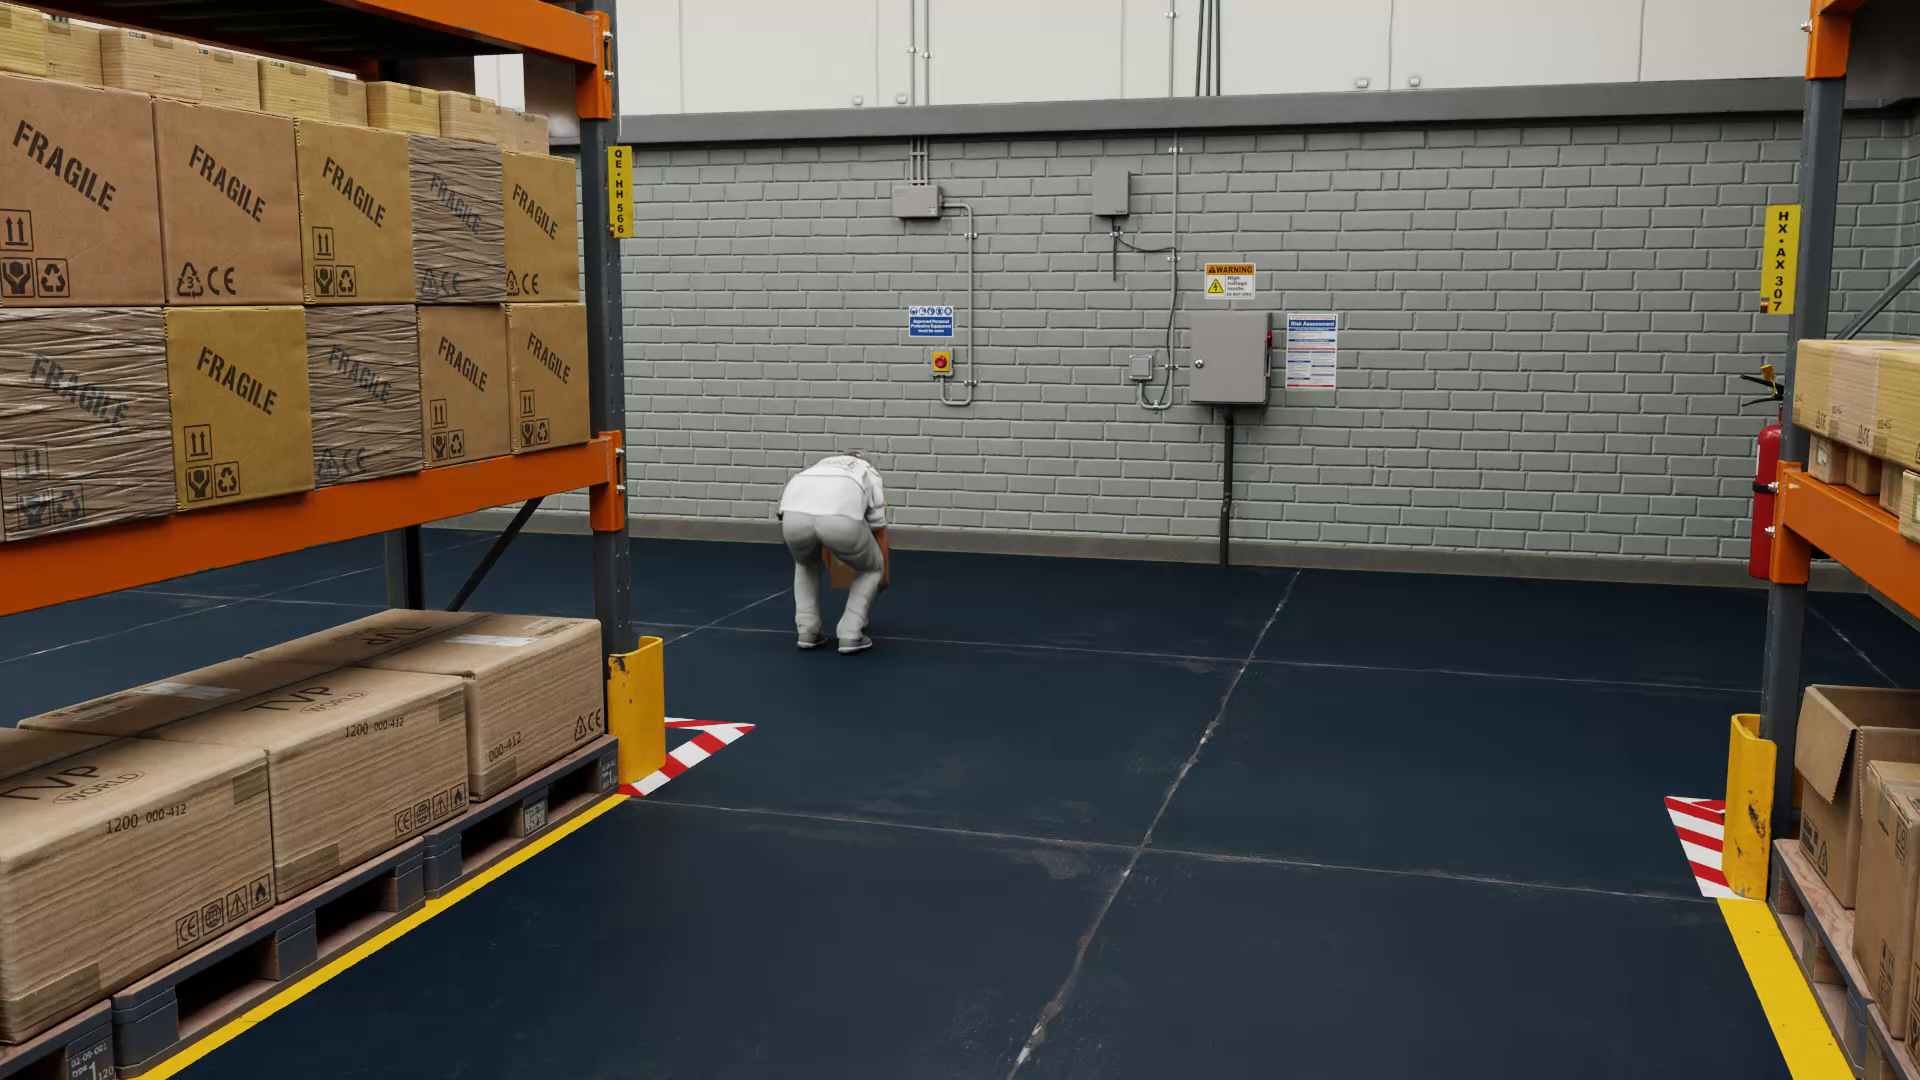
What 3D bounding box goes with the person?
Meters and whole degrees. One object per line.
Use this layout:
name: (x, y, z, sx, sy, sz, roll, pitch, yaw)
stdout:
person: (-0.633, 0.054, 8.755, 0.502, 0.998, 0.938, 2, 9, 13)
